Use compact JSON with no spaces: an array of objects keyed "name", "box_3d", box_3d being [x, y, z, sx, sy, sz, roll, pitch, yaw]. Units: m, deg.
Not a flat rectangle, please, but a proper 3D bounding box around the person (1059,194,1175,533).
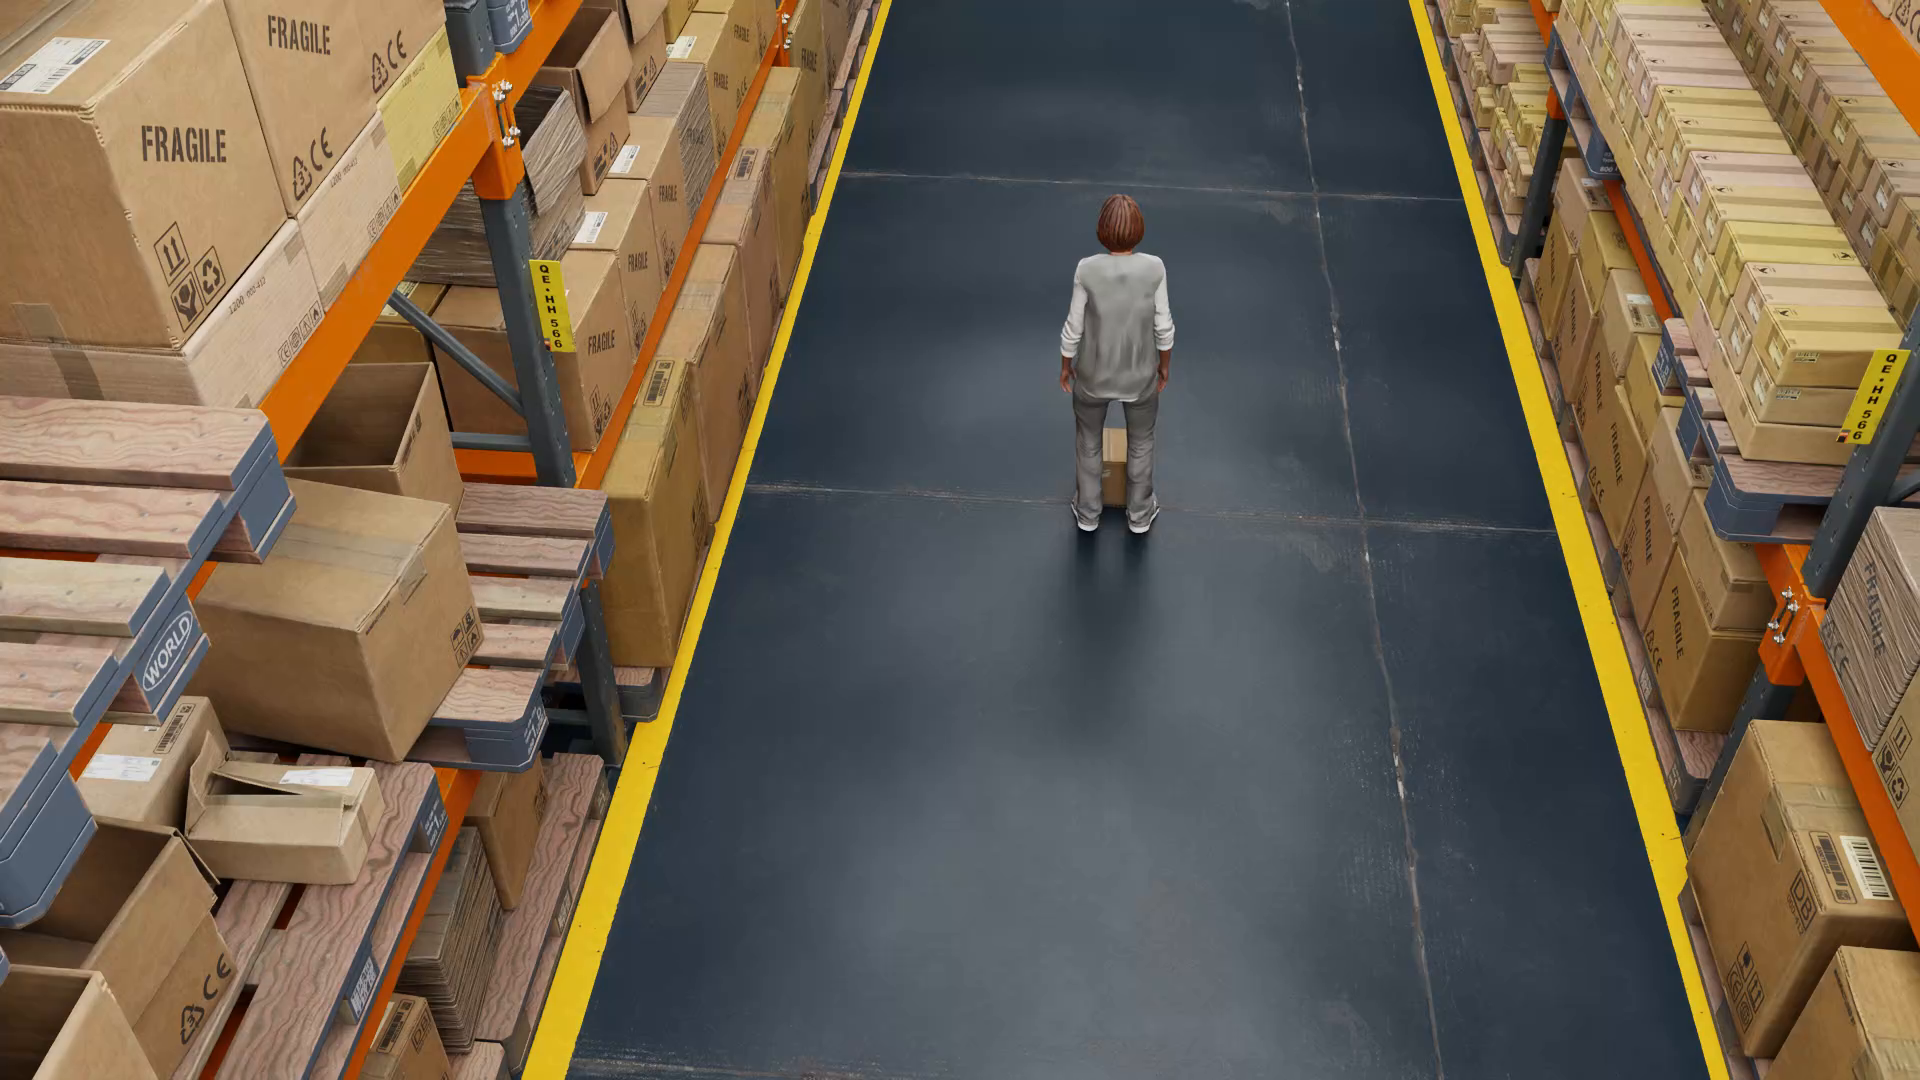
[{"name":"person","box_3d":[0.657,-0.694,6.974,0.484,1.594,0.340,1,41,2]}]
